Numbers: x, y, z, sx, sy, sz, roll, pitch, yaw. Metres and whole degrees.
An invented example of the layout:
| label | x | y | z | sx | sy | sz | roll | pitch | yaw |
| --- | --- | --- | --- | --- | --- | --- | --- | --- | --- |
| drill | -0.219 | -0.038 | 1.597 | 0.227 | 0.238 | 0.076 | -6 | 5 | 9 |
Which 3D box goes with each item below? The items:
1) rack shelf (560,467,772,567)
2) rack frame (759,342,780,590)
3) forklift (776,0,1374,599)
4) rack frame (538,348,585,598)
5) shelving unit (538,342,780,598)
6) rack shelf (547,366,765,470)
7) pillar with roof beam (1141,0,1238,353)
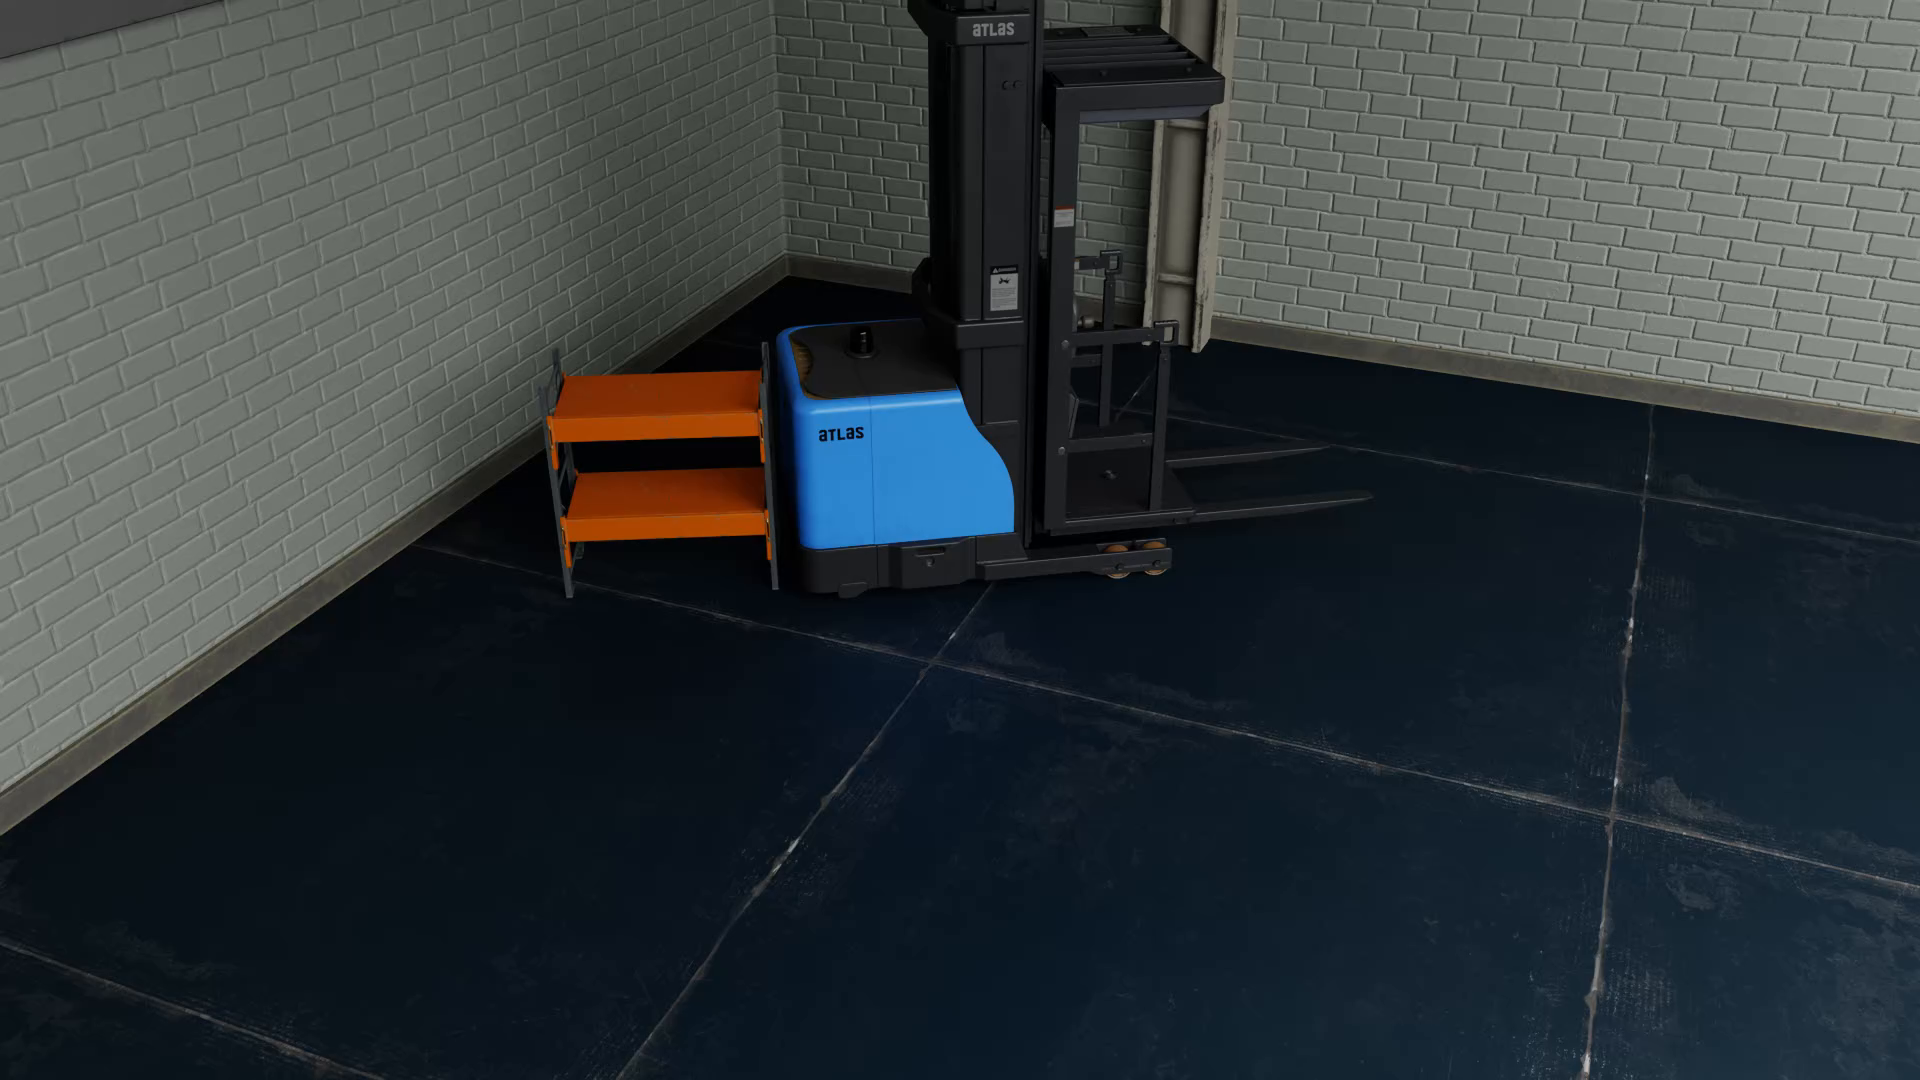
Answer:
| label | x | y | z | sx | sy | sz | roll | pitch | yaw |
| --- | --- | --- | --- | --- | --- | --- | --- | --- | --- |
| rack shelf | -1.448 | -0.131 | 8.336 | 1.000 | 0.278 | 0.538 | -2 | 30 | -4 |
| rack frame | -0.941 | -0.363 | 8.249 | 0.032 | 1.125 | 0.500 | -2 | 30 | -4 |
| forklift | 0.617 | -1.332 | 8.128 | 3.031 | 2.935 | 1.130 | -5 | 30 | -9 |
| rack frame | -1.955 | -0.325 | 8.182 | 0.032 | 1.125 | 0.500 | -2 | 30 | -4 |
| shelving unit | -1.448 | -0.344 | 8.216 | 1.048 | 1.125 | 0.538 | -2 | 30 | -4 |
| rack shelf | -1.448 | -0.599 | 8.072 | 1.000 | 0.278 | 0.538 | -2 | 30 | -4 |
| pillar with roof beam | -0.174 | -3.290 | 5.426 | 0.400 | 9.000 | 9.100 | 11 | 31 | 19 |
